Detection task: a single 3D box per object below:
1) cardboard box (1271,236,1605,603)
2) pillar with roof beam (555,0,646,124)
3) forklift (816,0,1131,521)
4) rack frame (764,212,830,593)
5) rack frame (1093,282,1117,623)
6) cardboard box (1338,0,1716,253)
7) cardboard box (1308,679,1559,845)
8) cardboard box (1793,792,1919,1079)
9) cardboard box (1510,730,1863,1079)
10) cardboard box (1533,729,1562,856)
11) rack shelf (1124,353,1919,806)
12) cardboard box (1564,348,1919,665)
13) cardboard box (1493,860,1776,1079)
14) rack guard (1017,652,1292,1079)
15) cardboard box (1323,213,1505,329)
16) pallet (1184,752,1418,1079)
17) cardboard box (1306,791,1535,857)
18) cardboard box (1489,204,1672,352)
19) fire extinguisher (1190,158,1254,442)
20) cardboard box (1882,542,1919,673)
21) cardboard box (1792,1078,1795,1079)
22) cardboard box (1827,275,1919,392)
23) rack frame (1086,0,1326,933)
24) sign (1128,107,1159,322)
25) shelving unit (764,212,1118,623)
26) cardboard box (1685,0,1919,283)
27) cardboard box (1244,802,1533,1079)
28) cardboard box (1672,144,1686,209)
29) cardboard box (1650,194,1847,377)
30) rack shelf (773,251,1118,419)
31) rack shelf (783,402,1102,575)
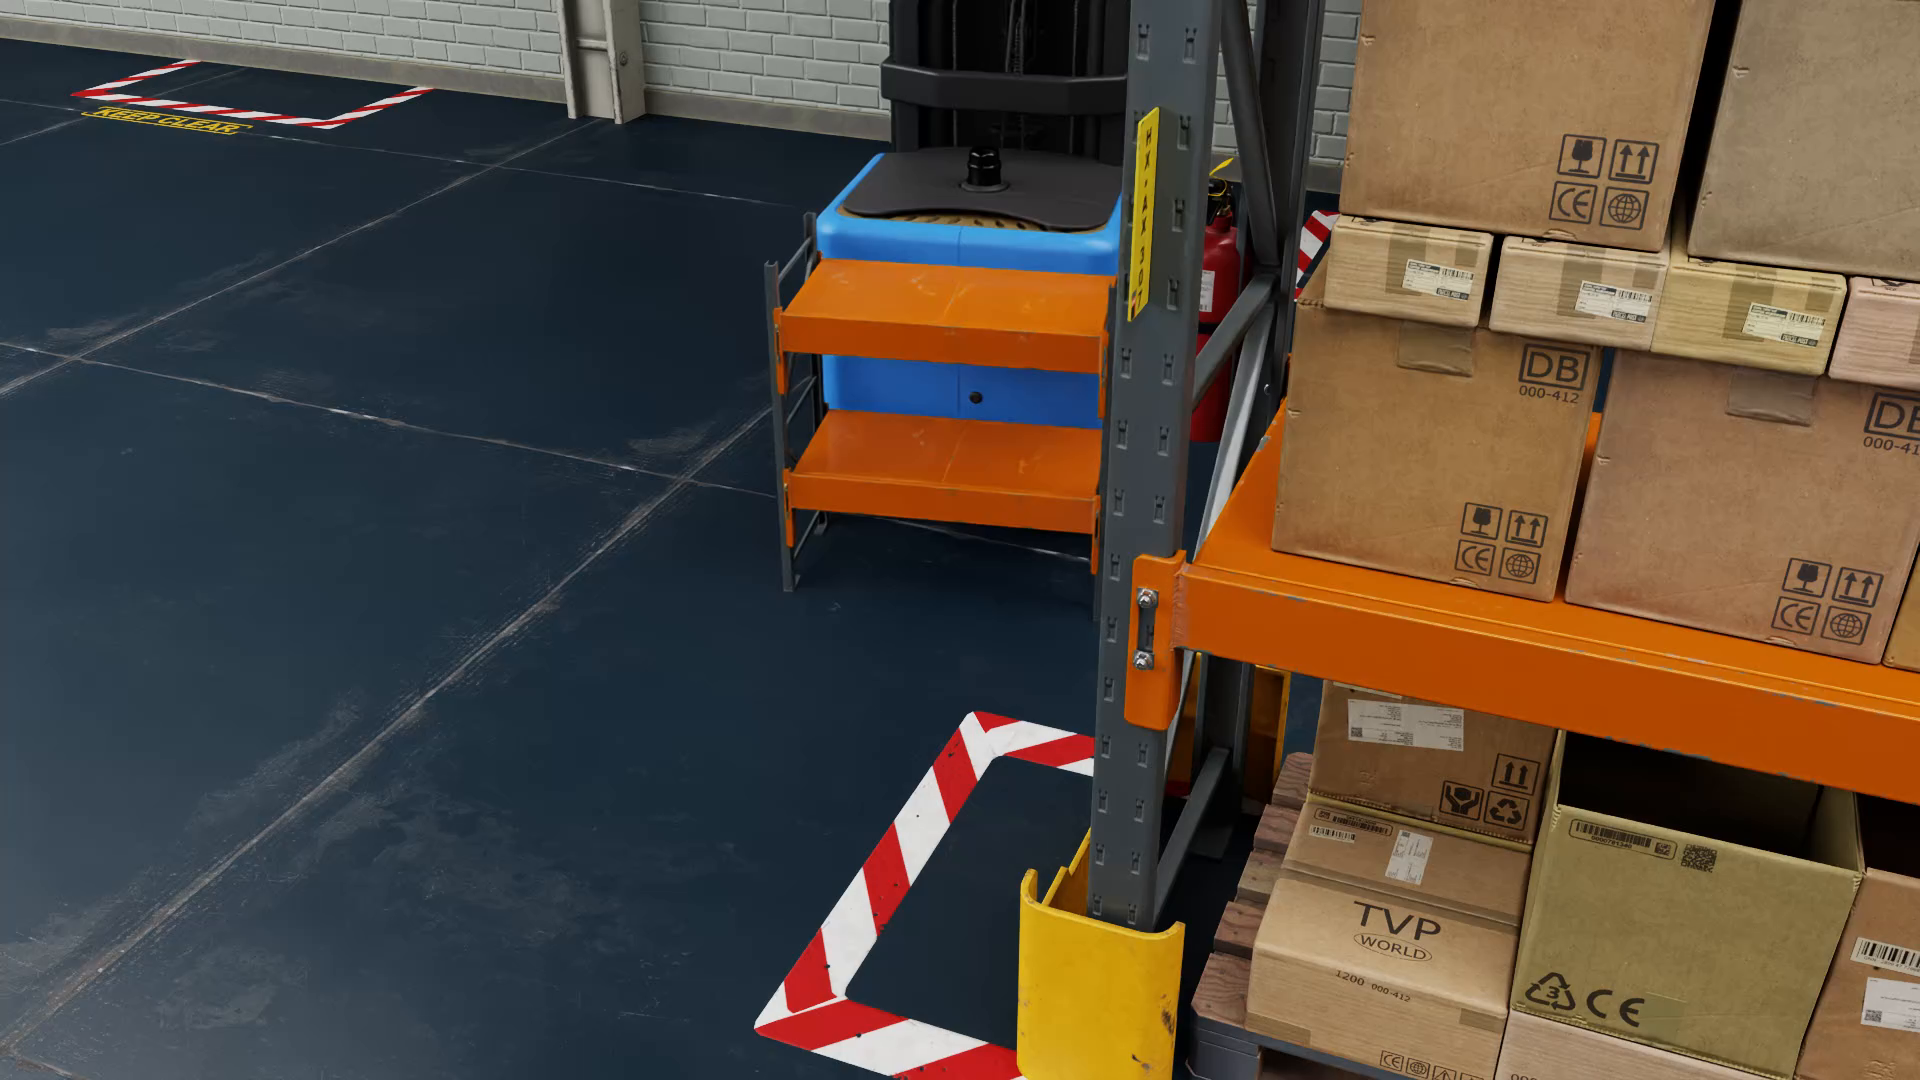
[{"bbox_3d":[0.935,-0.309,3.147,0.500,0.500,0.700,11,31,19],"label":"cardboard box"},{"bbox_3d":[-3.838,-4.641,4.815,0.400,9.000,9.100,11,31,19],"label":"pillar with roof beam"},{"bbox_3d":[0.328,-2.048,6.394,1.130,2.935,3.031,6,30,11],"label":"forklift"},{"bbox_3d":[-0.519,-0.437,5.380,0.032,1.125,0.500,5,30,9],"label":"rack frame"},{"bbox_3d":[0.482,-0.349,5.224,0.032,1.125,0.500,5,30,9],"label":"rack frame"},{"bbox_3d":[0.984,-0.864,2.810,0.500,0.500,0.700,11,31,19],"label":"cardboard box"},{"bbox_3d":[1.116,0.294,3.788,0.500,0.500,0.500,11,31,19],"label":"cardboard box"},{"bbox_3d":[1.853,0.709,3.053,0.500,0.500,0.500,11,31,19],"label":"cardboard box"},{"bbox_3d":[1.384,0.622,3.206,0.500,0.500,0.500,11,31,19],"label":"cardboard box"},{"bbox_3d":[1.583,0.708,3.817,0.500,0.250,0.500,11,31,19],"label":"cardboard box"},{"bbox_3d":[2.360,0.325,2.857,4.000,0.370,1.077,11,31,19],"label":"rack shelf"},{"bbox_3d":[1.423,-0.214,2.979,0.500,0.500,0.700,12,32,20],"label":"cardboard box"},{"bbox_3d":[1.385,0.948,3.392,0.500,0.250,0.500,11,31,19],"label":"cardboard box"},{"bbox_3d":[0.485,0.726,3.957,0.348,0.500,1.175,11,31,19],"label":"rack guard"},{"bbox_3d":[0.790,-0.513,2.848,0.250,0.149,0.380,11,31,19],"label":"cardboard box"},{"bbox_3d":[1.231,0.979,3.804,1.213,0.211,1.003,11,31,19],"label":"pallet"},{"bbox_3d":[1.115,0.621,3.971,0.500,0.250,0.500,11,31,19],"label":"cardboard box"},{"bbox_3d":[1.035,-0.465,2.764,0.250,0.149,0.380,10,31,18],"label":"cardboard box"},{"bbox_3d":[0.572,-0.558,3.767,0.183,0.674,0.296,11,31,19],"label":"fire extinguisher"},{"bbox_3d":[1.881,-0.120,2.812,0.500,0.500,0.700,12,31,19],"label":"cardboard box"},{"bbox_3d":[1.848,1.041,3.228,0.500,0.250,0.500,11,31,19],"label":"cardboard box"},{"bbox_3d":[1.499,-0.371,2.597,0.250,0.149,0.380,11,31,18],"label":"cardboard box"},{"bbox_3d":[0.507,-0.358,3.334,0.127,3.000,1.000,11,31,19],"label":"rack frame"},{"bbox_3d":[0.293,-0.517,2.656,0.005,0.325,0.100,11,31,19],"label":"sign"},{"bbox_3d":[-0.018,-0.393,5.302,1.048,1.125,0.538,5,30,9],"label":"shelving unit"},{"bbox_3d":[1.473,-0.769,2.642,0.500,0.500,0.700,10,31,18],"label":"cardboard box"},{"bbox_3d":[0.920,0.857,3.553,0.500,0.250,0.500,11,31,19],"label":"cardboard box"},{"bbox_3d":[1.413,-0.605,3.011,0.250,0.149,0.380,11,31,18],"label":"cardboard box"},{"bbox_3d":[1.266,-0.418,2.681,0.250,0.149,0.380,11,31,19],"label":"cardboard box"},{"bbox_3d":[-0.018,-0.648,5.158,1.000,0.278,0.538,5,30,9],"label":"rack shelf"},{"bbox_3d":[-0.018,-0.180,5.422,1.000,0.278,0.538,5,30,9],"label":"rack shelf"}]
